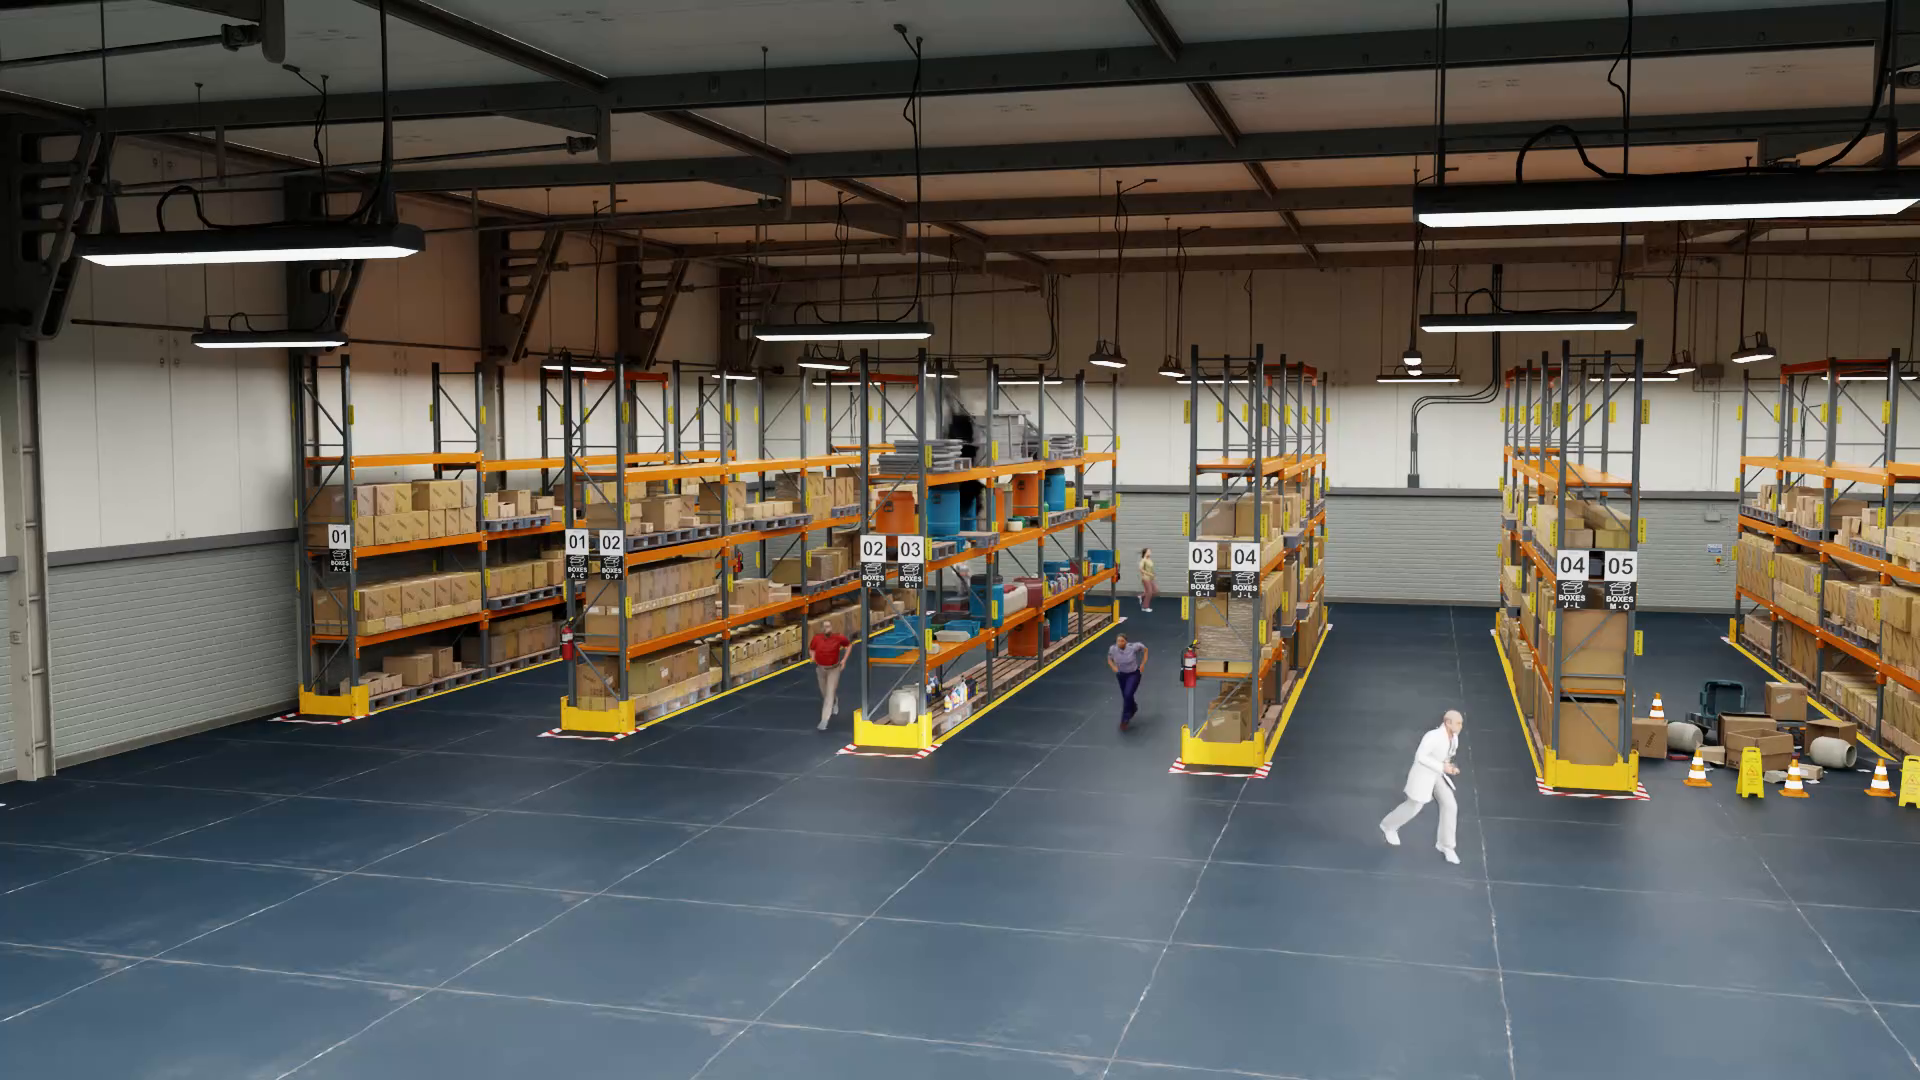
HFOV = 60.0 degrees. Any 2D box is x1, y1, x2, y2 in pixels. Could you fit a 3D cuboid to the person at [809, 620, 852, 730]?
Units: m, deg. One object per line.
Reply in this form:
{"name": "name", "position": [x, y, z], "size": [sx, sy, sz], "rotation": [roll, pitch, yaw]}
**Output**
{"name": "person", "position": [-2.115, 2.136, 26.885], "size": [0.674, 1.713, 1.097], "rotation": [1, 4, 15]}

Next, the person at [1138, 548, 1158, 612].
{"name": "person", "position": [4.779, 1.011, 42.490], "size": [0.553, 1.629, 0.580], "rotation": [3, 5, 32]}

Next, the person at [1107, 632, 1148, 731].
{"name": "person", "position": [2.728, 2.212, 26.768], "size": [0.648, 1.545, 0.960], "rotation": [2, 5, 21]}

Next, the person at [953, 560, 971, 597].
{"name": "person", "position": [0.067, 1.080, 41.740], "size": [0.553, 1.590, 0.888], "rotation": [-2, 5, -24]}

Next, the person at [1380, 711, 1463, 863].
{"name": "person", "position": [5.286, 2.760, 18.959], "size": [0.751, 1.743, 1.018], "rotation": [-4, 6, -43]}
